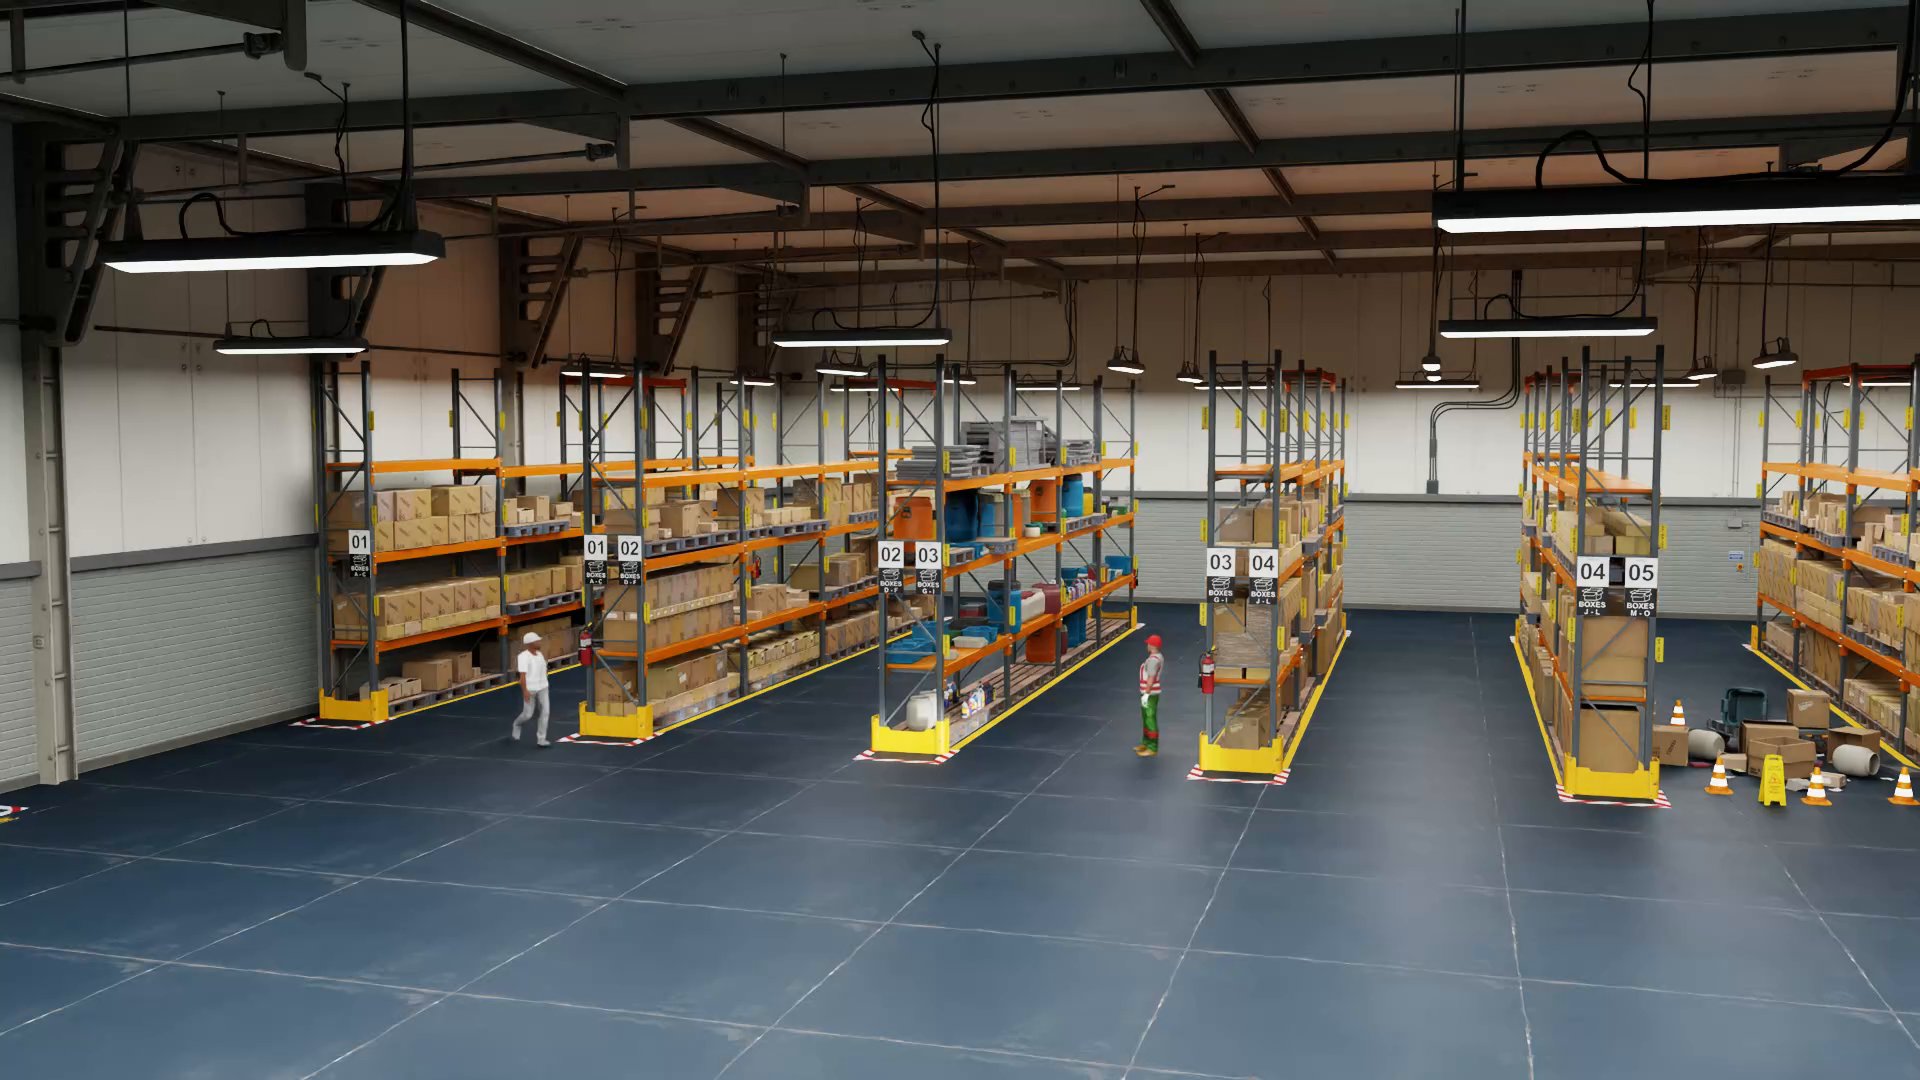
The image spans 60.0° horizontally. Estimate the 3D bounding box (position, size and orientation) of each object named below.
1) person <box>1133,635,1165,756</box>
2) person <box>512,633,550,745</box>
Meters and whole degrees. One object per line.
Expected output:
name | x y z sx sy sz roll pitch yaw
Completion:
person | 2.839 2.308 24.966 0.470 1.784 0.615 0 4 2
person | -6.603 2.294 25.721 0.587 1.741 0.759 -4 6 -43
